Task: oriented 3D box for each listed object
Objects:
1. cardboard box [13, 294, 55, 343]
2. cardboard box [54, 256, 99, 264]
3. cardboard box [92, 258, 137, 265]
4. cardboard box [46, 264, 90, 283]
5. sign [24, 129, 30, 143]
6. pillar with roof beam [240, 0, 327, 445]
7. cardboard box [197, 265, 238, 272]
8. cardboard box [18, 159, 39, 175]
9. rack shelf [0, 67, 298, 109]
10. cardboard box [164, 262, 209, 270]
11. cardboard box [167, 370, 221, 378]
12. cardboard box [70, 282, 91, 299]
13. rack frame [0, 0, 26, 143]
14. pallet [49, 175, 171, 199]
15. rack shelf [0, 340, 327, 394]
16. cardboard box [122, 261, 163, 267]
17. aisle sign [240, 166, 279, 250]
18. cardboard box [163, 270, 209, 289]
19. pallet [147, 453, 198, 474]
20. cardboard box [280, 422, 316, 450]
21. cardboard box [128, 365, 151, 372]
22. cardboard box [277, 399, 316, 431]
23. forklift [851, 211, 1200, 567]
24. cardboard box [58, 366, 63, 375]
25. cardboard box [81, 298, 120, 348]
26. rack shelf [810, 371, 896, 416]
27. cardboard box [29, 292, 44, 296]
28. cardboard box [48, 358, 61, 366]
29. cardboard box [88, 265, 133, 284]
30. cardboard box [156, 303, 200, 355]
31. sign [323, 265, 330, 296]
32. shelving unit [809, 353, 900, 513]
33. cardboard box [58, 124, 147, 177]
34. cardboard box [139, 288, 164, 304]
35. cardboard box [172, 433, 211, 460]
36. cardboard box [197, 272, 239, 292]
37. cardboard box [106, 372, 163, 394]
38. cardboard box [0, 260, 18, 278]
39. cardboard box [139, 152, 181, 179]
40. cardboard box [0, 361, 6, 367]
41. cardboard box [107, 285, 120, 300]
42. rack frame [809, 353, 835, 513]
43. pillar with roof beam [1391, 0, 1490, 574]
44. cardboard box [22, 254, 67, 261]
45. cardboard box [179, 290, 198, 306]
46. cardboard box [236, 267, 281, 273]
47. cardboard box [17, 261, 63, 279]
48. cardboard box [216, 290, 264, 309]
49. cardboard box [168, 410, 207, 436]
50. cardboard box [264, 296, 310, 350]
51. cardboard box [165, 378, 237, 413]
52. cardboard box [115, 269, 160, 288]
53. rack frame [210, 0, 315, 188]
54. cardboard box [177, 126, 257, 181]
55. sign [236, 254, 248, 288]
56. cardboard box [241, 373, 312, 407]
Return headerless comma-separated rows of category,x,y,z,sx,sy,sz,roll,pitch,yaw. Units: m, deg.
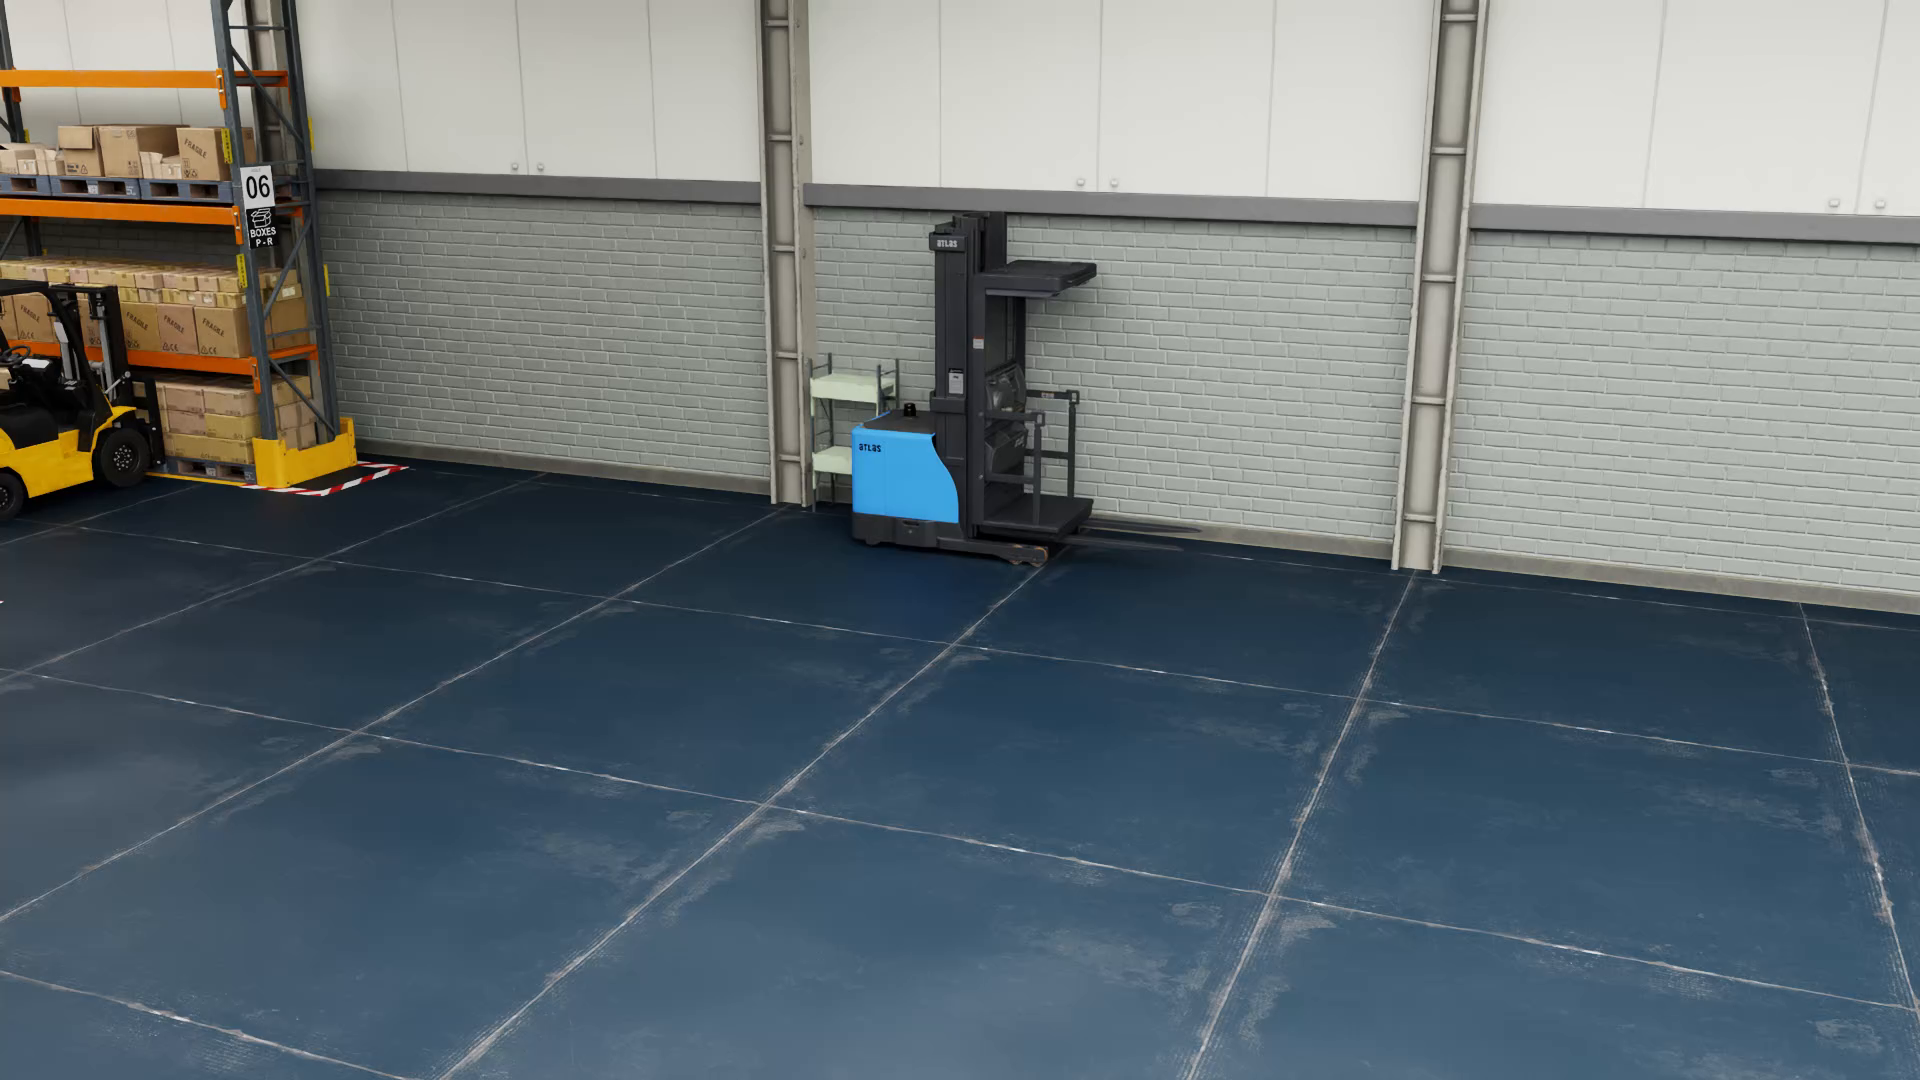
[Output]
cardboard box,-9.809,-2.428,17.979,0.500,0.500,0.500,7,17,22
cardboard box,-9.739,-3.031,18.356,0.250,0.149,0.380,6,17,20
cardboard box,-9.249,-2.990,18.215,0.250,0.149,0.380,6,17,20
cardboard box,-9.458,-2.836,17.685,0.250,0.149,0.380,6,17,20
sign,-10.414,-4.413,18.546,0.005,0.325,0.100,6,17,21
pillar with roof beam,-8.792,-4.203,13.510,0.400,9.000,9.100,6,17,21
cardboard box,-7.836,-2.814,17.609,0.250,0.149,0.380,6,17,21
cardboard box,-9.595,-3.909,17.396,0.250,0.149,0.380,7,18,22
rack shelf,-8.756,-4.681,17.166,4.000,0.370,1.077,6,17,21
cardboard box,-8.298,-2.886,17.860,0.250,0.149,0.380,6,17,19
cardboard box,-8.200,-1.697,18.024,0.500,0.250,0.500,6,17,20
cardboard box,-9.236,-2.663,17.623,0.250,0.149,0.380,6,17,19
rack frame,-10.616,-5.424,17.715,0.127,3.000,1.000,6,17,21
pallet,-8.682,-3.735,17.437,1.213,0.211,1.003,6,17,21
rack shelf,-8.756,-1.992,17.947,4.000,0.370,1.077,6,17,21
cardboard box,-8.805,-2.917,17.966,0.250,0.149,0.380,7,18,22
aisle sign,-6.942,-3.299,16.494,0.004,0.787,0.394,6,17,21
cardboard box,-8.004,-2.699,17.215,0.250,0.149,0.380,6,17,21
pallet,-8.753,-0.987,18.194,1.213,0.211,1.003,6,17,21
cardboard box,-7.280,-1.116,17.815,0.500,0.250,0.500,6,17,21
cardboard box,-9.145,-1.801,18.381,0.500,0.250,0.500,6,17,21
cardboard box,-7.256,-1.357,17.748,0.500,0.250,0.500,7,17,22
forklift,0.588,-1.345,14.549,3.031,2.935,1.130,6,17,20
cardboard box,-9.809,-1.718,18.097,0.500,0.250,0.500,6,17,21
cardboard box,-8.877,-2.320,17.606,0.500,0.500,0.500,6,17,21
rack shelf,-1.000,-1.364,15.780,0.720,0.370,0.431,8,18,25
cardboard box,-9.720,-2.711,17.790,0.250,0.149,0.380,7,17,22
cardboard box,-10.088,-1.904,18.736,0.500,0.250,0.500,7,17,22
cardboard box,-8.963,-2.803,17.573,0.250,0.149,0.380,6,17,21
cardboard box,-7.929,-2.219,17.258,0.500,0.500,0.500,7,18,22
sign,-6.686,-2.730,17.504,0.005,0.325,0.100,6,17,21
shelving unit,-1.000,-0.989,15.889,0.755,1.500,0.431,8,18,25
cardboard box,-8.843,-4.056,17.266,0.637,0.503,0.797,7,18,22
cardboard box,-8.280,-2.560,17.268,0.250,0.149,0.380,6,17,19
cardboard box,-7.907,-1.034,17.534,0.500,0.250,0.500,6,17,21
cardboard box,-7.547,-2.635,16.993,0.250,0.149,0.380,6,17,21
cardboard box,-8.857,-1.614,17.740,0.500,0.250,0.500,6,17,20
cardboard box,-10.429,-2.935,18.028,0.250,0.149,0.380,7,17,22
cardboard box,-8.013,-3.791,16.780,0.258,0.266,0.396,6,17,21
cardboard box,-11.106,-1.654,18.998,0.625,0.625,0.875,7,18,23
cardboard box,-8.722,-2.629,17.508,0.250,0.149,0.380,6,17,20
rack frame,-1.329,-1.033,16.041,0.023,1.500,0.400,8,18,25
pillar with roof beam,2.371,-2.975,9.282,0.400,9.000,9.100,6,17,21
cardboard box,-10.208,-3.091,18.563,0.250,0.149,0.380,6,17,21
cardboard box,-7.788,-2.517,17.119,0.250,0.149,0.380,7,17,22
cardboard box,-7.354,-2.769,17.455,0.250,0.149,0.380,7,18,23
cardboard box,-9.912,-2.908,17.935,0.250,0.149,0.380,6,17,20
cardboard box,-7.321,-2.456,16.909,0.250,0.149,0.380,7,17,21
cardboard box,-7.925,-1.277,17.476,0.500,0.250,0.500,6,17,20
cardboard box,-7.254,-2.304,17.551,0.500,0.500,0.500,7,18,22
cardboard box,-7.915,-1.512,17.386,0.500,0.250,0.500,7,17,22
cardboard box,-8.530,-2.722,17.294,0.250,0.149,0.380,7,17,22
rack frame,-6.895,-5.014,16.306,0.127,3.000,1.000,6,17,21
cardboard box,-7.396,-3.854,16.576,0.500,0.500,0.500,7,18,22
sign,-7.107,-2.664,16.468,0.005,0.325,0.100,6,17,21
cardboard box,-7.273,-1.593,17.666,0.500,0.250,0.500,6,17,20
